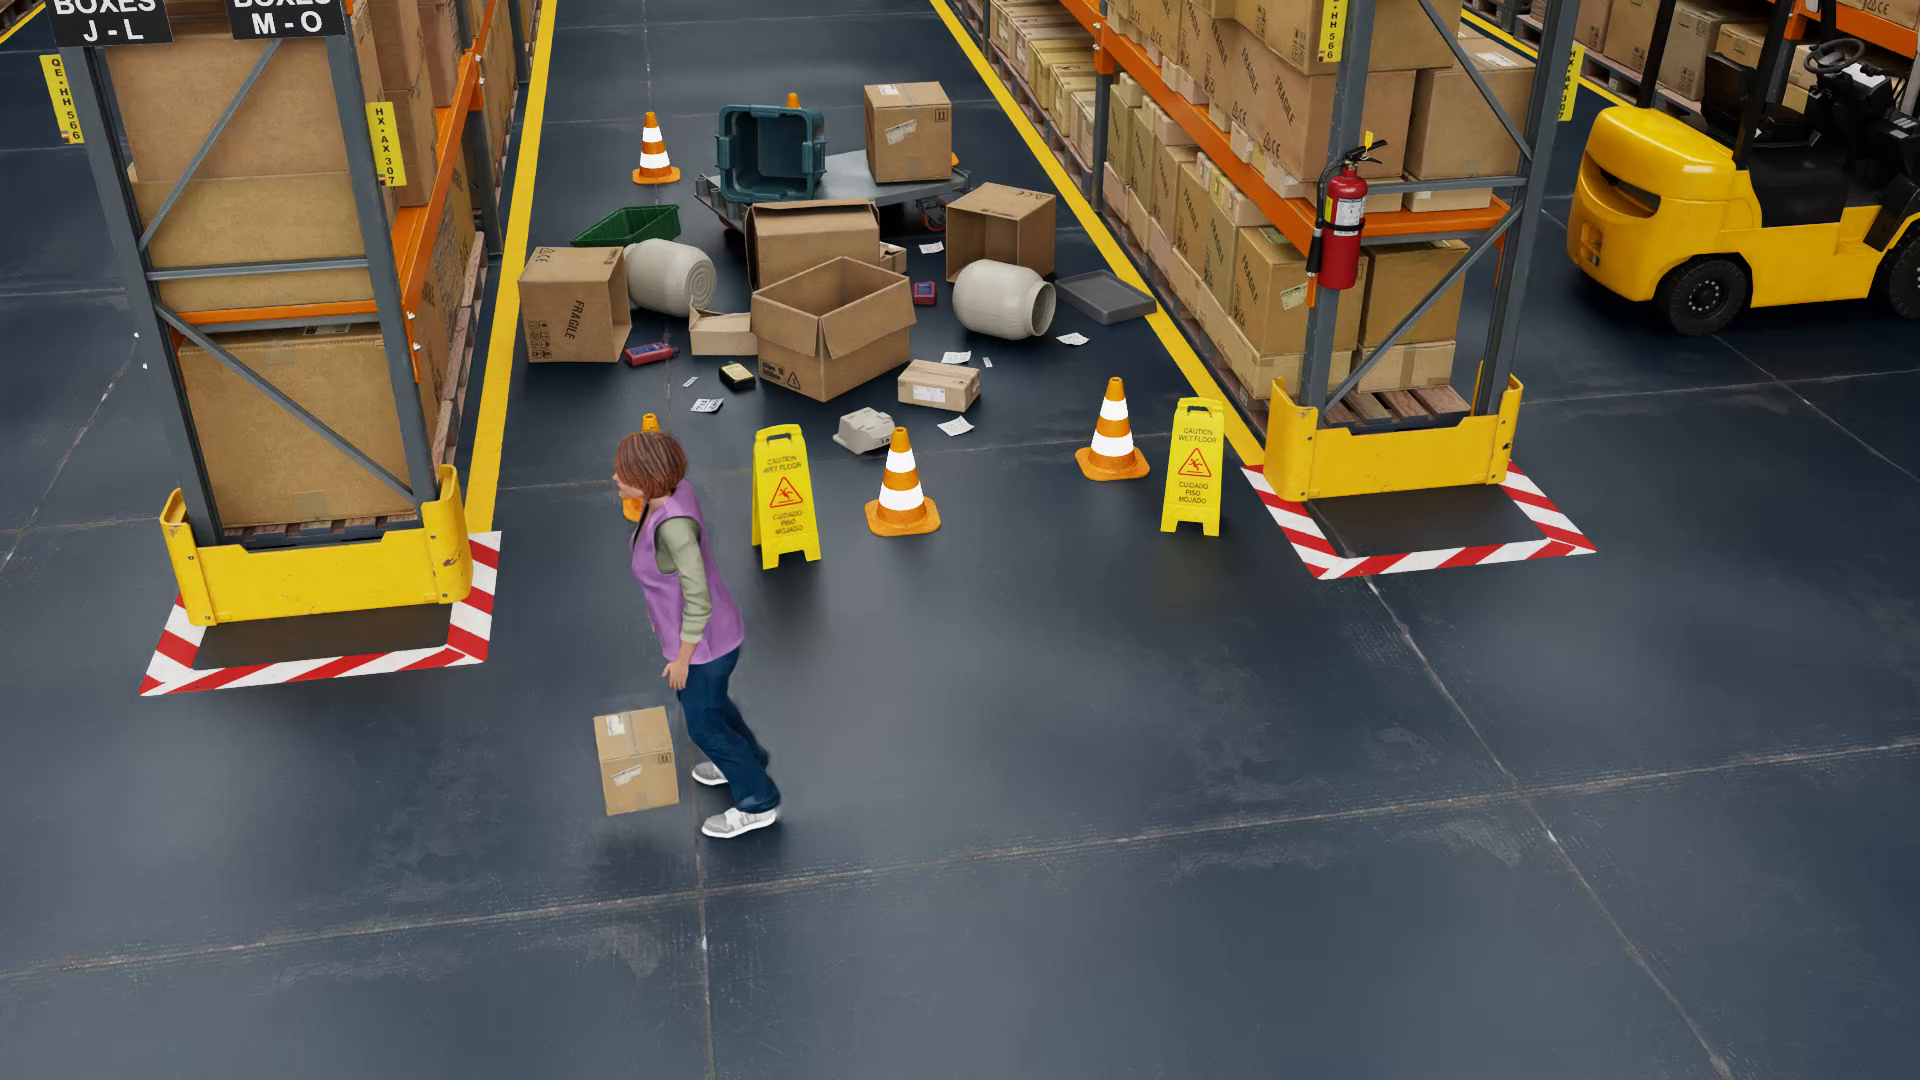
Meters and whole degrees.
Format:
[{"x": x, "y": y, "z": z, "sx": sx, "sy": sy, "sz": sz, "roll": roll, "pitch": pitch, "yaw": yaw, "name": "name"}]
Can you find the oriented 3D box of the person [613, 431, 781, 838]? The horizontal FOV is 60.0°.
[{"x": -0.879, "y": 0.319, "z": 5.634, "sx": 0.450, "sy": 1.567, "sz": 0.553, "roll": -6, "pitch": 32, "yaw": -10, "name": "person"}]
